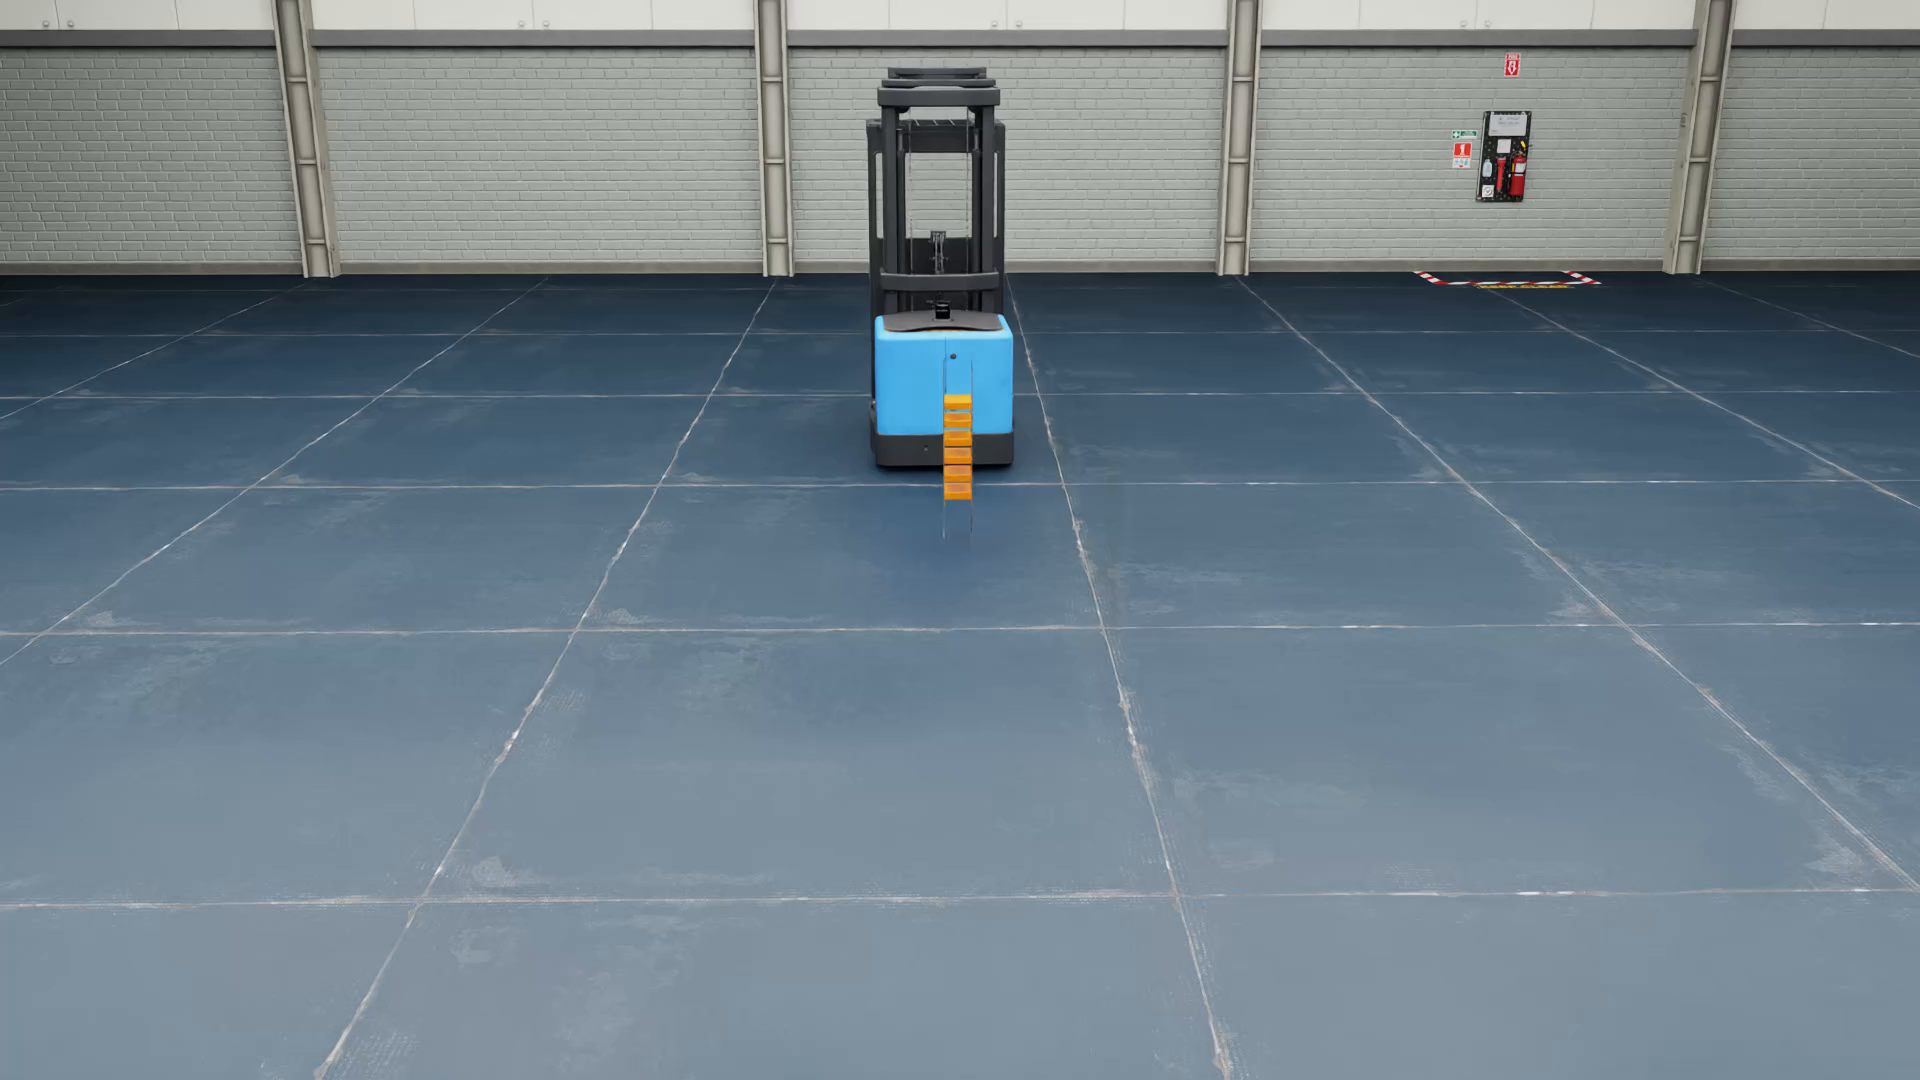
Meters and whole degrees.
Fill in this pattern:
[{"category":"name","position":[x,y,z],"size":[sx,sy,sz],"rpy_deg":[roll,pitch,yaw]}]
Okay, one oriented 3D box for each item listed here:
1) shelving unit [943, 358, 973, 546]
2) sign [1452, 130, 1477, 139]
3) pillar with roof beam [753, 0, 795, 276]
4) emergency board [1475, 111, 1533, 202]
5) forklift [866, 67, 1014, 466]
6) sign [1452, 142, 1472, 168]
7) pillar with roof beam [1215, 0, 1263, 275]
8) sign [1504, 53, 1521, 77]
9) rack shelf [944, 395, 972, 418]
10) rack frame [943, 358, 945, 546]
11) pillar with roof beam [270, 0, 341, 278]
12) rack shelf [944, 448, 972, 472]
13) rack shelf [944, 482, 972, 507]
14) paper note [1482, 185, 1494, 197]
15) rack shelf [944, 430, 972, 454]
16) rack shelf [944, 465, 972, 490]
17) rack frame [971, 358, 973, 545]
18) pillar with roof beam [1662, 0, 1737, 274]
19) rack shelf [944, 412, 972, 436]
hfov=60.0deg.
[{"category":"shelving unit","position":[-0.014,-0.571,10.864],"size":[0.189,1.200,0.258],"rpy_deg":[0,18,-1]},{"category":"sign","position":[6.586,-5.292,21.708],"size":[0.331,0.109,0.001],"rpy_deg":[0,18,-1]},{"category":"pillar with roof beam","position":[-2.323,-6.481,16.518],"size":[0.400,9.000,9.100],"rpy_deg":[0,18,-1]},{"category":"emergency board","position":[7.136,-4.997,21.713],"size":[0.643,1.169,0.194],"rpy_deg":[0,18,-1]},{"category":"forklift","position":[-0.203,-2.355,13.590],"size":[1.130,2.935,3.031],"rpy_deg":[-1,18,-4]},{"category":"sign","position":[6.582,-5.042,21.797],"size":[0.234,0.329,0.001],"rpy_deg":[0,18,-1]},{"category":"pillar with roof beam","position":[3.676,-6.510,16.608],"size":[0.400,9.000,9.100],"rpy_deg":[0,18,-1]},{"category":"sign","position":[7.126,-6.131,21.453],"size":[0.199,0.298,0.001],"rpy_deg":[0,18,-1]},{"category":"rack shelf","position":[-0.014,-0.872,10.768],"size":[0.180,0.103,0.258],"rpy_deg":[0,18,-1]},{"category":"rack frame","position":[-0.106,-0.571,10.863],"size":[0.006,1.200,0.240],"rpy_deg":[0,18,-1]},{"category":"pillar with roof beam","position":[-8.322,-6.452,16.428],"size":[0.400,9.000,9.100],"rpy_deg":[0,18,-1]},{"category":"rack shelf","position":[-0.014,-0.529,10.878],"size":[0.180,0.103,0.258],"rpy_deg":[0,18,-1]},{"category":"rack shelf","position":[-0.014,-0.300,10.951],"size":[0.180,0.103,0.258],"rpy_deg":[0,18,-1]},{"category":"paper note","position":[6.958,-4.597,21.910],"size":[0.142,0.148,0.016],"rpy_deg":[0,18,-1]},{"category":"rack shelf","position":[-0.014,-0.643,10.841],"size":[0.180,0.103,0.258],"rpy_deg":[0,18,-1]},{"category":"rack shelf","position":[-0.014,-0.415,10.914],"size":[0.180,0.103,0.258],"rpy_deg":[0,18,-1]},{"category":"rack frame","position":[0.077,-0.572,10.865],"size":[0.006,1.200,0.240],"rpy_deg":[0,18,-1]},{"category":"pillar with roof beam","position":[9.676,-6.539,16.698],"size":[0.400,9.000,9.100],"rpy_deg":[0,18,-1]},{"category":"rack shelf","position":[-0.014,-0.757,10.804],"size":[0.180,0.103,0.258],"rpy_deg":[0,18,-1]}]
